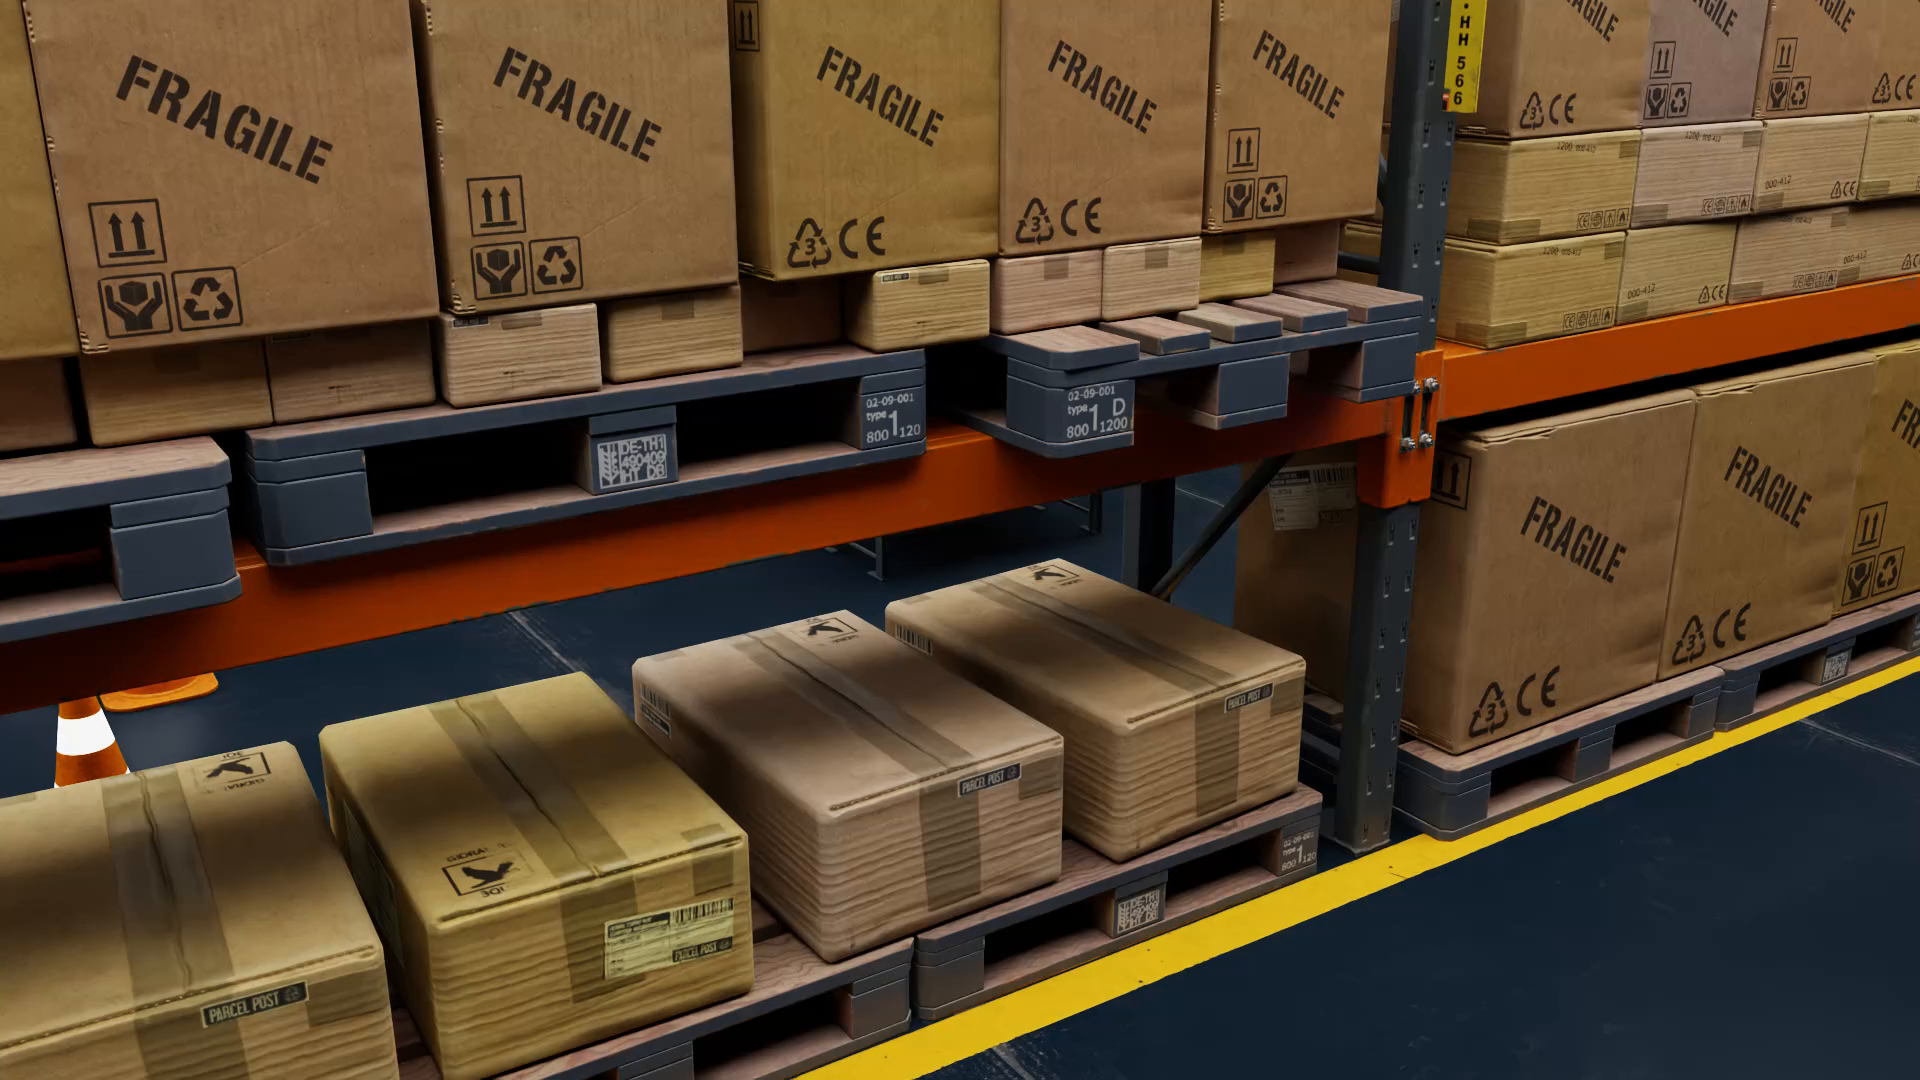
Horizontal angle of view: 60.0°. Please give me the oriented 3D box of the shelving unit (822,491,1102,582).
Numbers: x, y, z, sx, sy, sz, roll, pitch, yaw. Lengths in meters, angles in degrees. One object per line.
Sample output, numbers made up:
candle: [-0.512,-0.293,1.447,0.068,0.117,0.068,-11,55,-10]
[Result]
shelving unit: [0.006,-0.534,6.568,1.048,1.125,0.538,-12,22,-31]

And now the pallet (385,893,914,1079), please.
pallet: [-0.868,0.931,3.662,1.213,0.211,1.003,-12,22,-31]

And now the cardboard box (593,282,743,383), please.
cardboard box: [-0.591,-0.406,2.999,0.250,0.149,0.380,-13,22,-33]

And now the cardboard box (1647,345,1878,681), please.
cardboard box: [2.173,-0.189,5.282,0.875,0.875,0.875,-12,22,-31]

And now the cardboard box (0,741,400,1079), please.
cardboard box: [-1.502,0.789,3.175,0.625,0.372,0.950,-10,21,-28]

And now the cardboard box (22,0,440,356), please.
cardboard box: [-1.150,-0.601,2.564,0.500,0.500,0.500,-12,22,-32]

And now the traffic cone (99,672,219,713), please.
traffic cone: [-2.579,0.254,5.271,0.334,0.463,0.336,-12,22,-31]

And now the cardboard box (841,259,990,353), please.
cardboard box: [-0.148,-0.483,3.226,0.250,0.149,0.380,-11,22,-30]

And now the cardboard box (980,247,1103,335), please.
cardboard box: [0.075,-0.535,3.381,0.250,0.149,0.380,-13,23,-34]

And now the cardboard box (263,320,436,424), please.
cardboard box: [-1.049,-0.318,2.740,0.250,0.149,0.380,-12,22,-31]

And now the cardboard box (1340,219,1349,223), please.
cardboard box: [1.068,-1.060,4.650,0.500,0.250,0.500,-12,22,-32]

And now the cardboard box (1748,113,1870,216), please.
cardboard box: [2.218,-1.105,4.784,0.500,0.250,0.500,-12,22,-32]

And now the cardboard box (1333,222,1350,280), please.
cardboard box: [1.083,-0.829,4.746,0.500,0.250,0.500,-13,23,-33]

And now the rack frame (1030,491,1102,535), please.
rack frame: [0.430,-0.624,6.833,0.032,1.125,0.500,-12,22,-31]

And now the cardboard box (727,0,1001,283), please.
cardboard box: [-0.270,-0.791,3.123,0.500,0.500,0.500,-14,23,-35]

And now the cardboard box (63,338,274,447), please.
cardboard box: [-1.256,-0.275,2.612,0.250,0.149,0.380,-12,22,-31]

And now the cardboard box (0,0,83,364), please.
cardboard box: [-1.570,-0.518,2.317,0.500,0.500,0.500,-12,22,-31]

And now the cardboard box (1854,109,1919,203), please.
cardboard box: [2.649,-1.191,5.038,0.500,0.250,0.500,-11,22,-30]

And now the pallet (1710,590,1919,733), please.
pallet: [2.521,0.248,5.683,1.213,0.211,1.003,-12,22,-31]

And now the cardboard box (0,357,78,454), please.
cardboard box: [-1.494,-0.241,2.511,0.250,0.149,0.380,-10,21,-28]

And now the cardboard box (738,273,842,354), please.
cardboard box: [-0.427,-0.472,3.195,0.250,0.149,0.380,-12,22,-31]

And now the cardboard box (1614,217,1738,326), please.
cardboard box: [1.770,-0.784,4.615,0.500,0.250,0.500,-13,22,-33]

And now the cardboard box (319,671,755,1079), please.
cardboard box: [-0.922,0.666,3.539,0.625,0.372,0.950,-11,22,-30]

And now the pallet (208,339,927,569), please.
pallet: [-0.827,-0.291,3.220,1.213,0.211,1.003,-12,22,-31]

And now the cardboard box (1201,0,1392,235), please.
cardboard box: [0.577,-0.974,3.665,0.500,0.500,0.500,-13,22,-33]

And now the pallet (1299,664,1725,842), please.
pallet: [1.503,0.461,5.051,1.213,0.211,1.003,-12,22,-31]

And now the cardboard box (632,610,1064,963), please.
cardboard box: [-0.286,0.534,3.929,0.625,0.372,0.950,-12,22,-32]

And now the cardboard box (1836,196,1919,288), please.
cardboard box: [2.621,-0.963,5.143,0.500,0.250,0.500,-12,22,-31]

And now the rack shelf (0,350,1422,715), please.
rack shelf: [-0.867,-0.048,3.326,4.000,0.370,1.077,-12,22,-31]

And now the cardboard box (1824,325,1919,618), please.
cardboard box: [2.920,-0.346,5.747,0.875,0.875,0.875,-11,22,-30]

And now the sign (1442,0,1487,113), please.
sign: [1.110,-1.109,3.656,0.005,0.325,0.100,-12,22,-31]

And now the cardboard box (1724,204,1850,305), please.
cardboard box: [2.211,-0.875,4.883,0.500,0.250,0.500,-11,22,-30]

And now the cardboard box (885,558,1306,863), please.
cardboard box: [0.326,0.402,4.320,0.625,0.372,0.950,-14,23,-35]

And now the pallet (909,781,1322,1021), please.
pallet: [0.150,0.717,4.294,1.213,0.211,1.003,-12,22,-31]

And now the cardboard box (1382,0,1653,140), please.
cardboard box: [1.350,-1.284,4.140,0.500,0.500,0.500,-13,22,-33]

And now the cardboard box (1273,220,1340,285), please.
cardboard box: [0.659,-0.700,3.869,0.250,0.149,0.380,-11,22,-29]

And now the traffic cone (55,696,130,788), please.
traffic cone: [-2.272,0.572,4.329,0.334,0.463,0.336,-12,22,-31]

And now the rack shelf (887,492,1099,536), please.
rack shelf: [0.006,-0.302,6.646,1.000,0.278,0.538,-12,22,-31]

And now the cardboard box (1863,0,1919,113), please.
cardboard box: [2.623,-1.548,4.924,0.500,0.500,0.500,-12,22,-31]

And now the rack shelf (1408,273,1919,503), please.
rack shelf: [2.474,-0.753,5.410,4.000,0.370,1.077,-12,22,-31]

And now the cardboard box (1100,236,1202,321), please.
cardboard box: [0.289,-0.577,3.506,0.250,0.149,0.380,-12,22,-32]

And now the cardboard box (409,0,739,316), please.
cardboard box: [-0.726,-0.695,2.840,0.500,0.500,0.500,-13,23,-34]

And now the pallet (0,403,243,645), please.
pallet: [-1.819,-0.041,2.483,1.213,0.211,1.003,-12,22,-31]

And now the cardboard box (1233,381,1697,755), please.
cardboard box: [1.426,-0.033,4.820,0.875,0.875,0.875,-12,22,-32]

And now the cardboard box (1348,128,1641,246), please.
cardboard box: [1.362,-0.930,4.266,0.500,0.250,0.500,-12,22,-32]

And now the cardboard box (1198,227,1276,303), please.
cardboard box: [0.475,-0.634,3.672,0.250,0.149,0.380,-12,22,-31]

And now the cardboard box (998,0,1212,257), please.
cardboard box: [0.151,-0.880,3.387,0.500,0.500,0.500,-12,22,-32]

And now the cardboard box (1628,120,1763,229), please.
cardboard box: [1.795,-1.021,4.534,0.500,0.250,0.500,-11,22,-30]

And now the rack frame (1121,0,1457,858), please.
rack frame: [0.803,-0.741,4.253,0.127,3.000,1.000,-12,22,-31]

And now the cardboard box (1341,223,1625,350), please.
cardboard box: [1.351,-0.689,4.333,0.500,0.250,0.500,-12,22,-32]

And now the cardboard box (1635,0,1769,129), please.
cardboard box: [1.759,-1.373,4.407,0.500,0.500,0.500,-12,22,-31]

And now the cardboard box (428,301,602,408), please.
cardboard box: [-0.798,-0.351,2.837,0.250,0.149,0.380,-11,22,-29]

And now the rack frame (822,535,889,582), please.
rack frame: [-0.419,-0.445,6.303,0.032,1.125,0.500,-12,22,-31]

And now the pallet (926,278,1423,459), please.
pallet: [0.267,-0.496,3.828,1.003,0.211,1.213,-12,22,-31]

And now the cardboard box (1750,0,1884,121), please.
cardboard box: [2.199,-1.460,4.664,0.500,0.500,0.500,-11,22,-30]
